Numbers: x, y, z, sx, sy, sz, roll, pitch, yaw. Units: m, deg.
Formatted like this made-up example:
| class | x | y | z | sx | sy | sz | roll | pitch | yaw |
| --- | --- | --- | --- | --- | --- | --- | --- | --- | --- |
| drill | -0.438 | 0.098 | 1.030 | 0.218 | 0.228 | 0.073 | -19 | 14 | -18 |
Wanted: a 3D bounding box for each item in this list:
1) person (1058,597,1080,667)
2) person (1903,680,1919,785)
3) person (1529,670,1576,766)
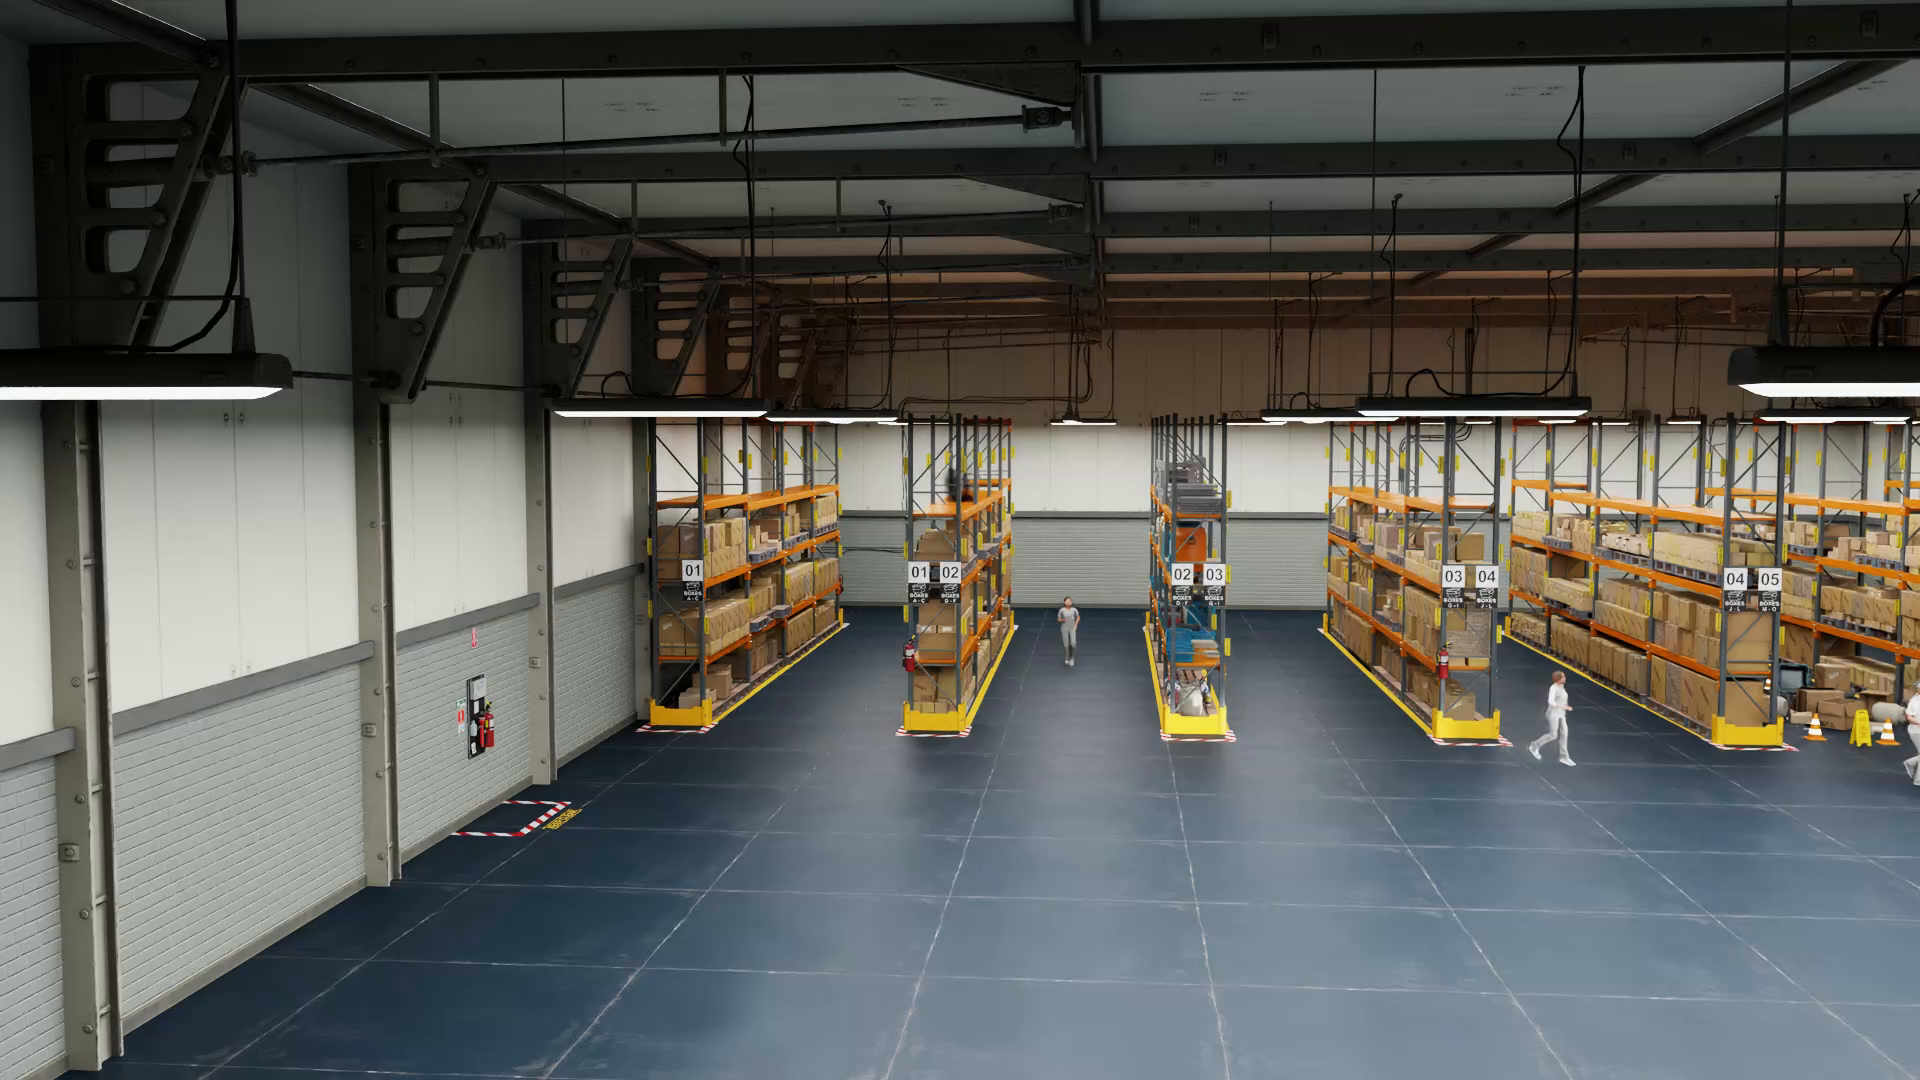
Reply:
| class | x | y | z | sx | sy | sz | roll | pitch | yaw |
| --- | --- | --- | --- | --- | --- | --- | --- | --- | --- |
| person | 2.619 | 2.205 | 39.986 | 0.546 | 1.678 | 0.641 | 0 | 4 | 0 |
| person | 15.392 | 3.064 | 26.578 | 0.660 | 1.731 | 0.603 | -3 | 5 | -36 |
| person | 10.131 | 3.016 | 28.364 | 0.776 | 1.610 | 0.563 | 3 | 5 | 40 |
